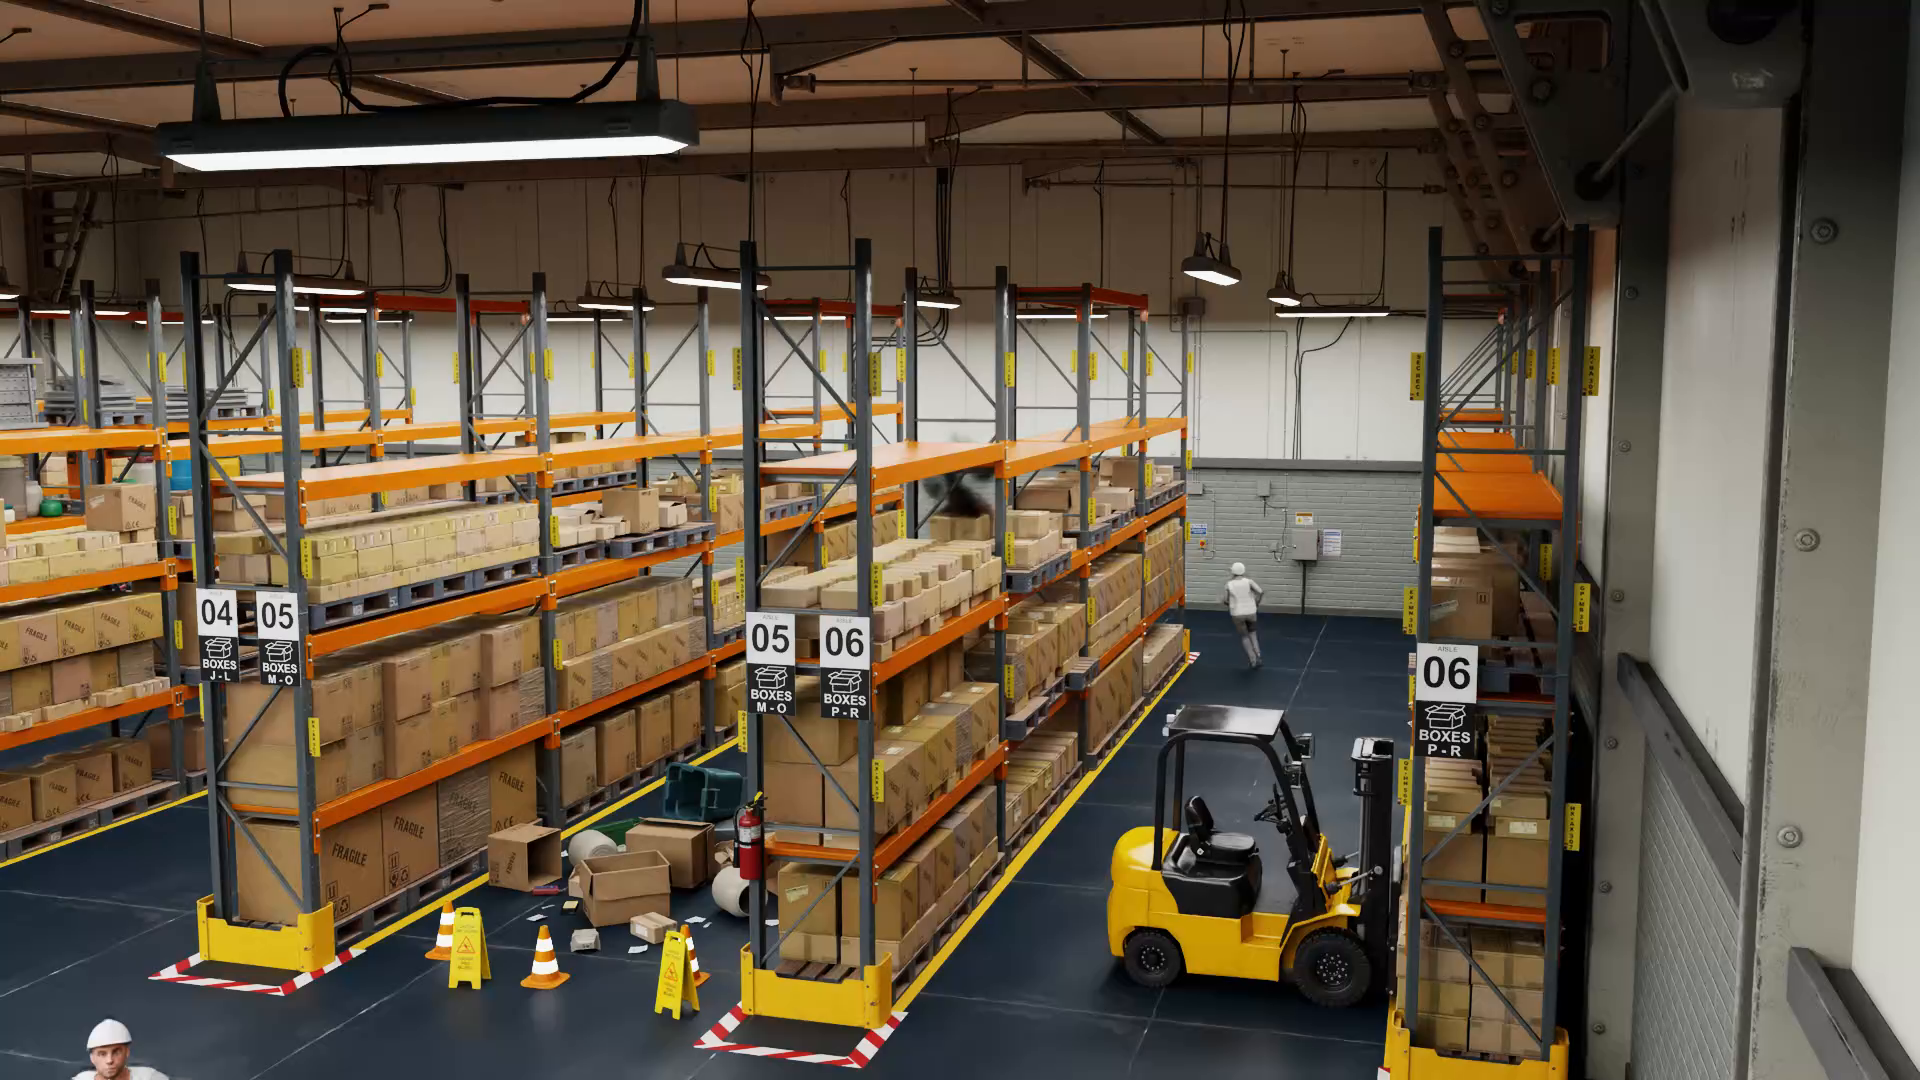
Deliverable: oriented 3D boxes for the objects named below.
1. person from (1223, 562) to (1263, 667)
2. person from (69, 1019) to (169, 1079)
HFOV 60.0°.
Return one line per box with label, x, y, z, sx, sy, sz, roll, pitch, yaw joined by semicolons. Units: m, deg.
person;4.683;1.244;27.490;0.676;1.763;0.697;0;6;-1
person;-4.291;3.326;8.477;0.640;1.824;0.814;-3;7;-26
